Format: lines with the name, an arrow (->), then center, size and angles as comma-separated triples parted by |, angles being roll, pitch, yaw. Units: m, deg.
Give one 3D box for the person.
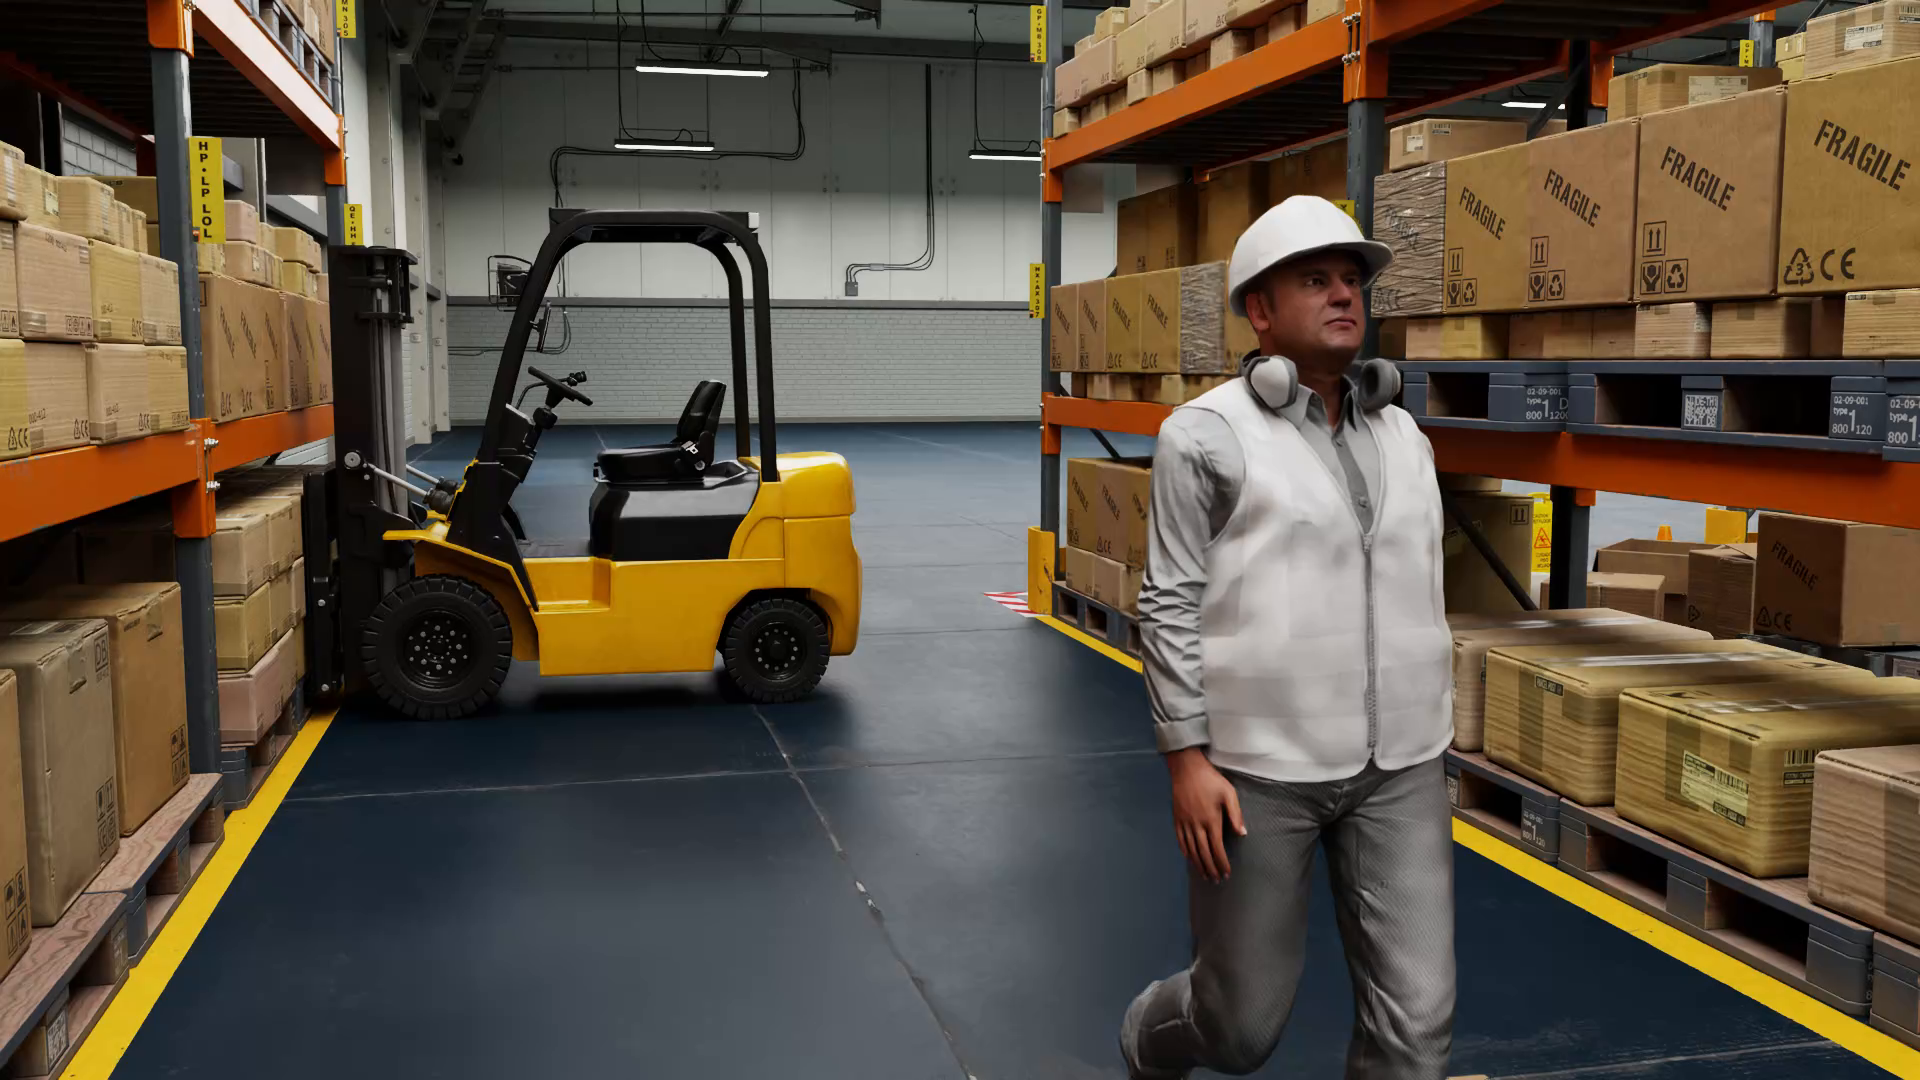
person -> 0.530, 0.330, 2.682 | 0.540, 1.745, 0.830 | -2, 6, -17
